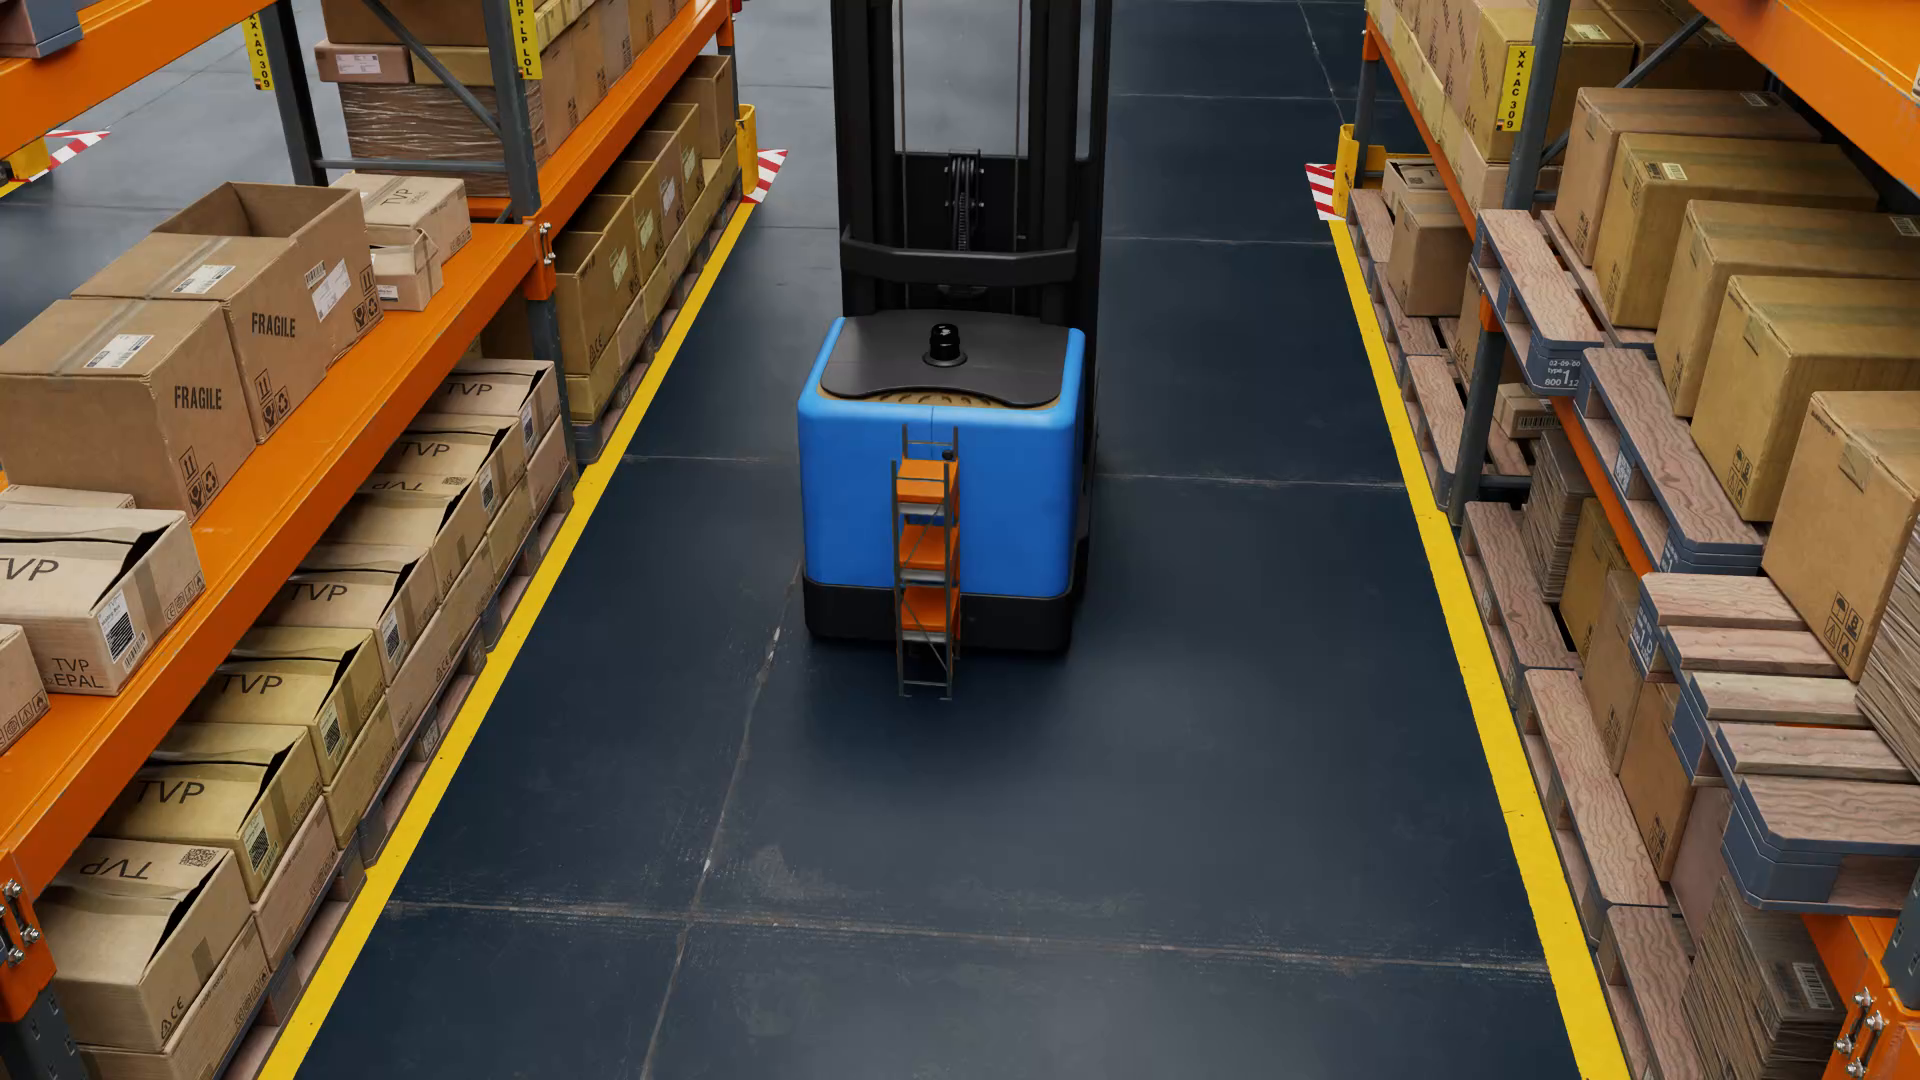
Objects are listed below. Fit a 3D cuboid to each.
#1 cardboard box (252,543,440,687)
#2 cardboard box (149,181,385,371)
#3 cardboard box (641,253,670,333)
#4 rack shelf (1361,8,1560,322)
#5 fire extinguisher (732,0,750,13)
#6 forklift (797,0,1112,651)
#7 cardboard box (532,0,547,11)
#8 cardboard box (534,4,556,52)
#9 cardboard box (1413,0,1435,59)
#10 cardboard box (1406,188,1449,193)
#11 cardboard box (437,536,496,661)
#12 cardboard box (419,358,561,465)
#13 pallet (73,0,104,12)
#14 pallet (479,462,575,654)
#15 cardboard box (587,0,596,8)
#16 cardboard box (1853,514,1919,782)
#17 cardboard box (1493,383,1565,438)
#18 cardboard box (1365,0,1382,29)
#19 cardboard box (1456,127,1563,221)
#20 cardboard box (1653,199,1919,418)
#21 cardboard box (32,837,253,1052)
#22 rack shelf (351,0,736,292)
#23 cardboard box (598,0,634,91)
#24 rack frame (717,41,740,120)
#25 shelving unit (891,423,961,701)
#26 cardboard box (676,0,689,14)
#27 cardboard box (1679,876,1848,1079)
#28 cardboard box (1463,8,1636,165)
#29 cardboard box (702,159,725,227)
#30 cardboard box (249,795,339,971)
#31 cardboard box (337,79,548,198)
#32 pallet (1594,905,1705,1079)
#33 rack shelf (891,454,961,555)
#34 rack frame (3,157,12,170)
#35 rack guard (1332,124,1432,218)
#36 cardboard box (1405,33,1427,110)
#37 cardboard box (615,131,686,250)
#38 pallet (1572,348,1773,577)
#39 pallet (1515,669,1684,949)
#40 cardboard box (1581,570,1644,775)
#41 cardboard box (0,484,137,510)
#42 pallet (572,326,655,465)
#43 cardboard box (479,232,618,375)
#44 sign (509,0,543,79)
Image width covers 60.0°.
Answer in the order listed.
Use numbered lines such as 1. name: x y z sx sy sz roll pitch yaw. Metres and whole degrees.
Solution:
1. cardboard box: -2.137 0.224 5.714 0.500 0.311 0.500 2 32 3
2. cardboard box: -2.388 -0.915 5.781 0.500 0.500 0.500 5 32 8
3. cardboard box: -1.835 -1.309 8.736 0.500 0.250 0.500 2 32 4
4. rack shelf: 2.834 -2.079 8.450 1.077 0.370 4.000 2 32 4
5. fire extinguisher: -1.468 -3.650 10.387 0.296 0.674 0.183 2 32 4
6. forklift: 0.072 -1.572 7.007 1.130 2.935 3.031 3 32 6
7. cardboard box: -2.197 -2.640 7.344 0.700 0.500 0.500 2 32 4
8. cardboard box: -2.012 -2.266 7.355 0.380 0.149 0.250 2 32 3
9. cardboard box: 2.530 -2.660 8.116 0.500 0.500 0.500 3 32 6
10. cardboard box: 2.804 -1.818 9.484 0.500 0.311 0.500 5 32 8
11. cardboard box: -2.095 0.204 6.281 0.500 0.250 0.500 3 32 5
12. cardboard box: -2.014 -0.572 7.005 0.500 0.311 0.500 2 32 4
13. pallet: -2.538 -1.598 4.304 1.003 0.211 1.213 4 32 6
14. pallet: -2.288 0.025 7.008 1.003 0.211 1.213 2 32 4
15. cardboard box: -1.951 -2.674 8.016 0.380 0.149 0.250 2 32 3
16. cardboard box: 2.374 0.276 3.428 0.700 0.500 0.500 -1 32 -2
17. cardboard box: 2.685 -0.602 7.648 0.380 0.166 0.250 -2 32 -2
18. cardboard box: 2.641 -3.134 9.600 0.500 0.250 0.500 2 32 3
19. cardboard box: 2.408 -1.545 7.021 0.500 0.250 0.500 3 32 4
20. cardboard box: 2.521 -0.667 4.959 0.700 0.500 0.500 7 32 11
21. cardboard box: -2.257 1.034 4.399 0.500 0.311 0.500 3 32 6
22. rack shelf: -2.104 -2.289 8.790 1.077 0.370 4.000 2 32 4
23. cardboard box: -2.115 -2.630 8.563 0.700 0.500 0.500 3 32 5
24. rack frame: -1.941 -3.641 10.298 1.000 3.000 0.127 2 32 4
25. shelving unit: -0.118 0.096 6.082 0.215 1.050 0.252 4 35 6
26. cardboard box: -1.992 -3.440 9.877 0.700 0.500 0.500 2 32 4
27. cardboard box: 2.352 1.250 4.325 0.700 0.500 0.500 3 32 5
28. cardboard box: 2.401 -1.864 6.824 0.500 0.500 0.500 2 32 4
29. cardboard box: -1.719 -2.094 10.009 0.500 0.250 0.500 2 32 4
30. cardboard box: -2.217 1.010 4.972 0.500 0.250 0.500 2 32 3
31. cardboard box: -2.237 -1.824 7.255 0.700 0.500 0.500 2 32 3
32. pallet: 2.411 1.531 4.565 1.003 0.211 1.213 2 32 4
33. rack shelf: -0.120 -0.129 5.927 0.215 0.259 0.240 4 35 6
34. rack frame: -6.877 -3.854 10.645 1.000 3.000 0.127 2 32 4
35. rack guard: 2.991 -2.327 10.550 1.175 0.500 0.348 2 32 4
36. cardboard box: 2.522 -2.332 8.298 0.500 0.250 0.500 3 32 4
37. cardboard box: -1.797 -1.890 8.964 0.500 0.500 0.500 2 32 4
38. pallet: 2.466 -0.203 4.903 1.003 0.211 1.213 2 32 4
39. pallet: 2.513 0.895 5.597 1.003 0.211 1.213 2 32 4
40. cardboard box: 2.554 0.460 5.607 0.700 0.500 0.500 3 32 5
41. cardboard box: -2.544 -0.020 4.662 0.380 0.149 0.250 5 32 8
42. pallet: -2.160 -0.776 8.308 1.003 0.211 1.213 2 32 4
43. cardboard box: -1.917 -1.106 7.691 0.500 0.500 0.500 2 32 4
44. sign: -1.725 -1.990 6.592 0.100 0.325 0.005 2 32 4
